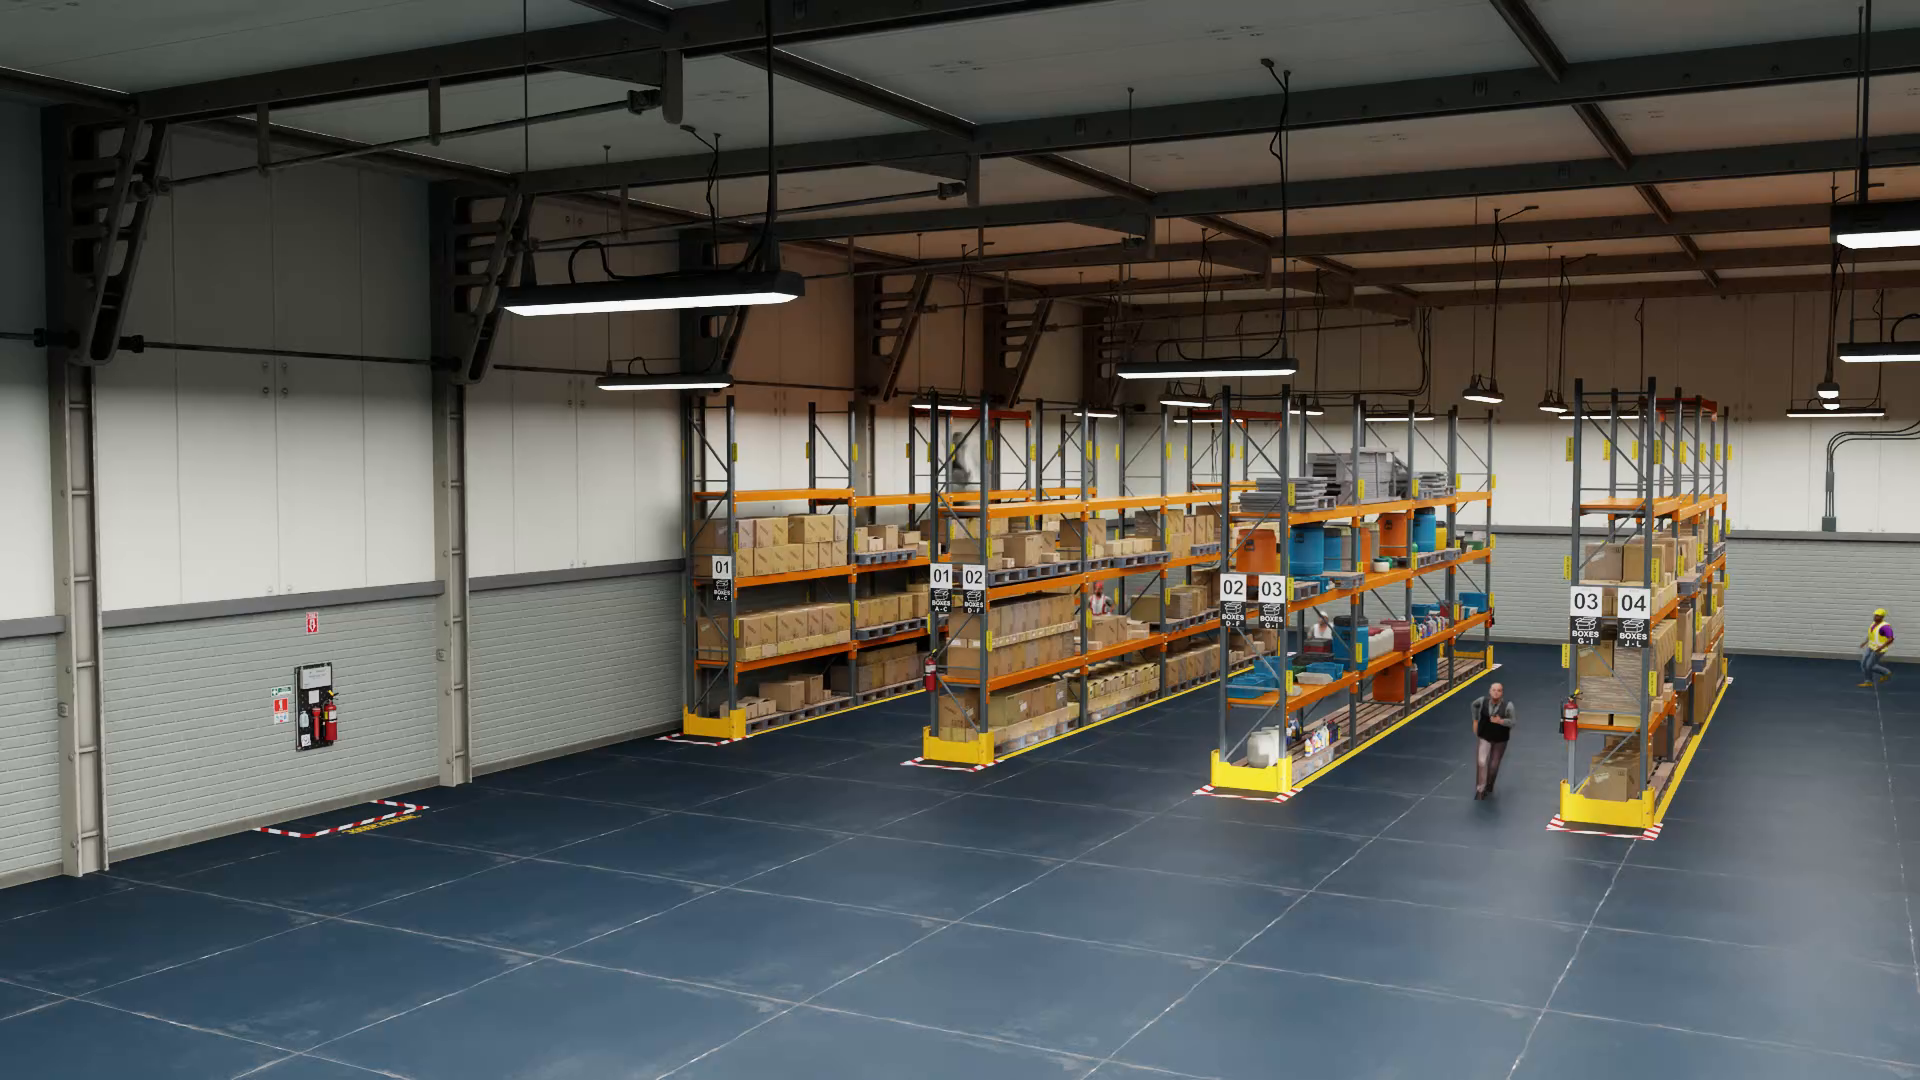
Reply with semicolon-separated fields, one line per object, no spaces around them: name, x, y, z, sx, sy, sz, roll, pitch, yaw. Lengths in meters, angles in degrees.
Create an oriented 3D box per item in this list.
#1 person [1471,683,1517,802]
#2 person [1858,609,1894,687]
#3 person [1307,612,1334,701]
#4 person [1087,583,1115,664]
person;7.694;2.924;23.979;0.645;1.774;0.824;1;3;20
person;19.504;2.303;35.285;0.593;1.704;0.746;0;3;-1
person;7.377;2.332;33.812;0.685;1.775;0.982;1;3;26
person;3.133;1.859;37.514;0.657;1.785;0.863;1;3;16
